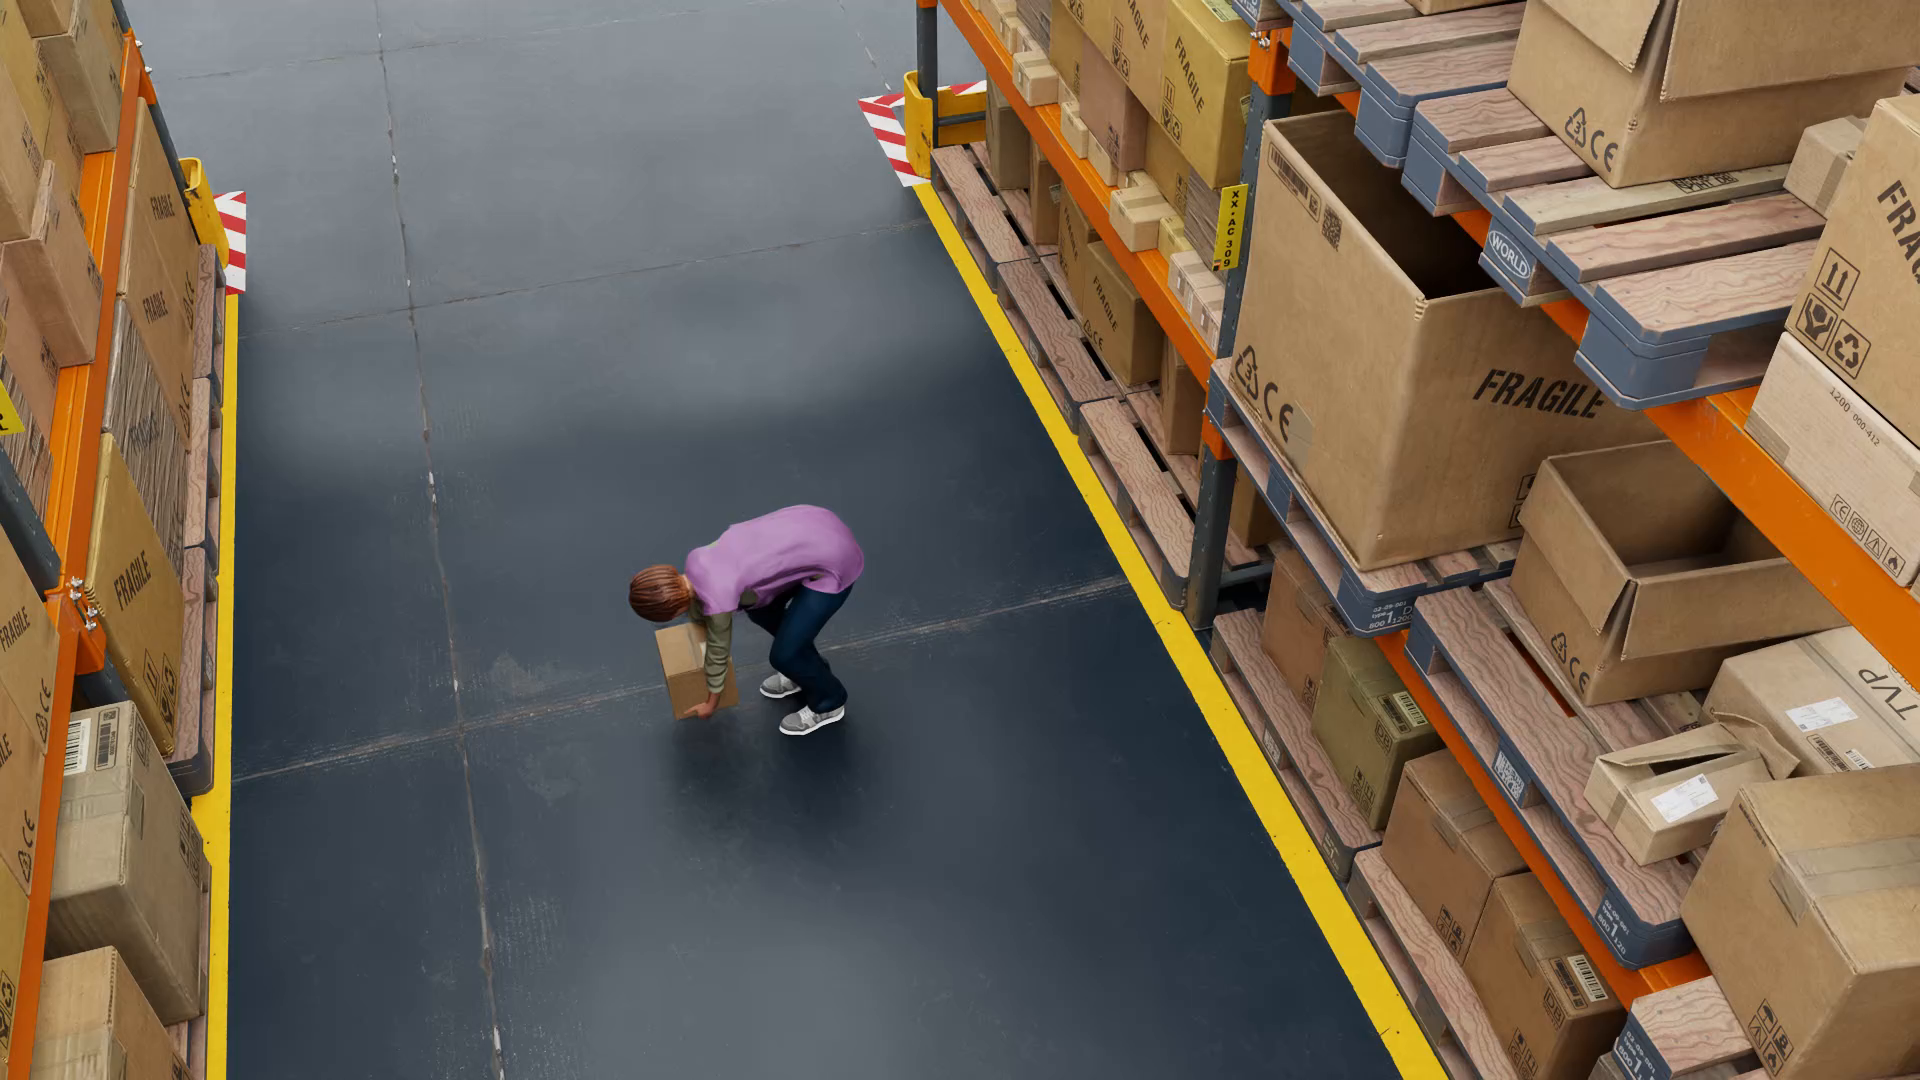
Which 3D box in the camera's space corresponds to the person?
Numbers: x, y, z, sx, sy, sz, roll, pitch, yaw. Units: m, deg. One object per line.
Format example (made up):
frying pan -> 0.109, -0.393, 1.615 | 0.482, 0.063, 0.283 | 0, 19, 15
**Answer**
person -> -0.779, 0.337, 6.267 | 0.869, 0.970, 0.402 | -14, 45, -14
